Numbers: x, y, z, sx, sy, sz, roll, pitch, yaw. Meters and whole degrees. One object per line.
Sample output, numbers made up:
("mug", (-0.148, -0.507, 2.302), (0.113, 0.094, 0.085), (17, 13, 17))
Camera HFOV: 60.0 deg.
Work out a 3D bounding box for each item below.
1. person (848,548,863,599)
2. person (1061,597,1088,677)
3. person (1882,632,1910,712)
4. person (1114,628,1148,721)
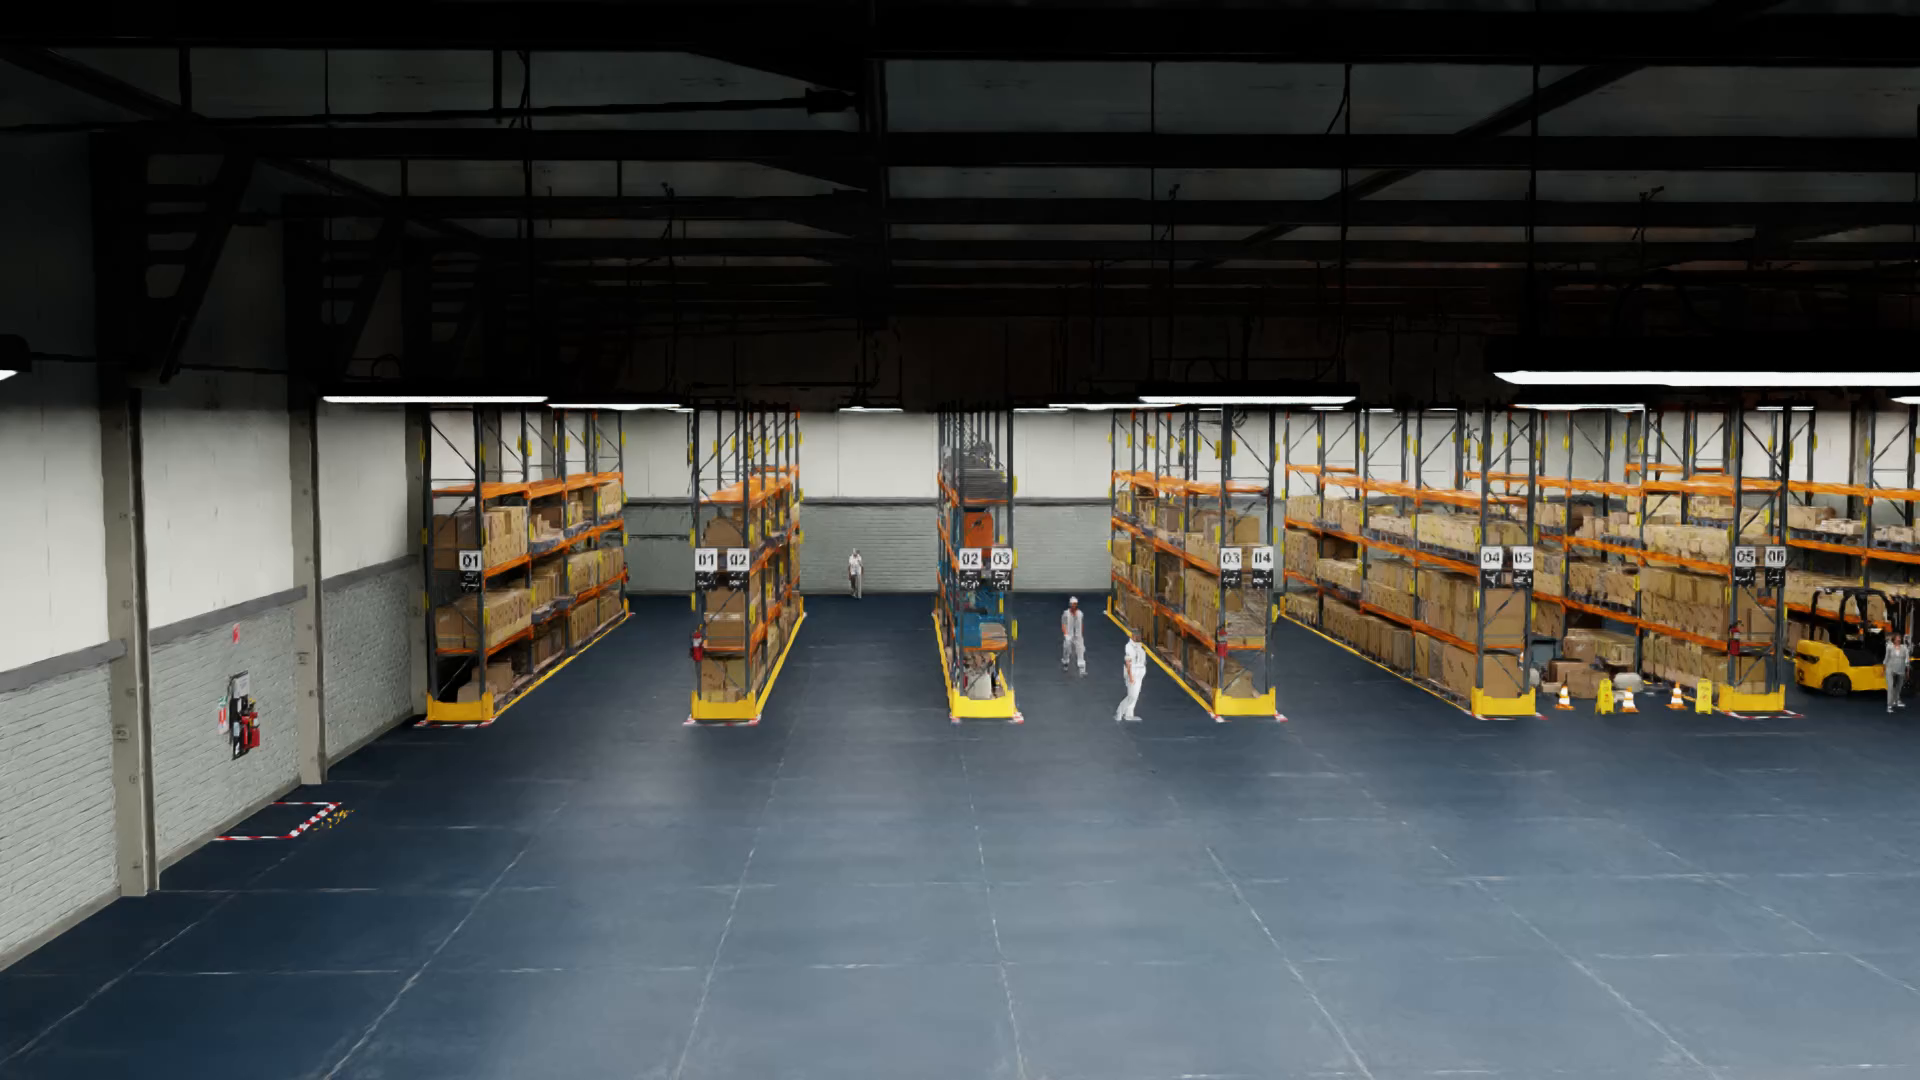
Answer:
("person", (-3.223, 1.013, 51.372), (0.456, 1.589, 1.088), (0, 4, 0))
("person", (2.462, 2.101, 36.178), (0.528, 1.727, 1.030), (-1, 4, -10))
("person", (18.038, 2.517, 32.045), (0.459, 1.532, 0.875), (2, 5, 20))
("person", (3.167, 2.500, 30.854), (0.508, 1.739, 0.712), (2, 5, 29))
